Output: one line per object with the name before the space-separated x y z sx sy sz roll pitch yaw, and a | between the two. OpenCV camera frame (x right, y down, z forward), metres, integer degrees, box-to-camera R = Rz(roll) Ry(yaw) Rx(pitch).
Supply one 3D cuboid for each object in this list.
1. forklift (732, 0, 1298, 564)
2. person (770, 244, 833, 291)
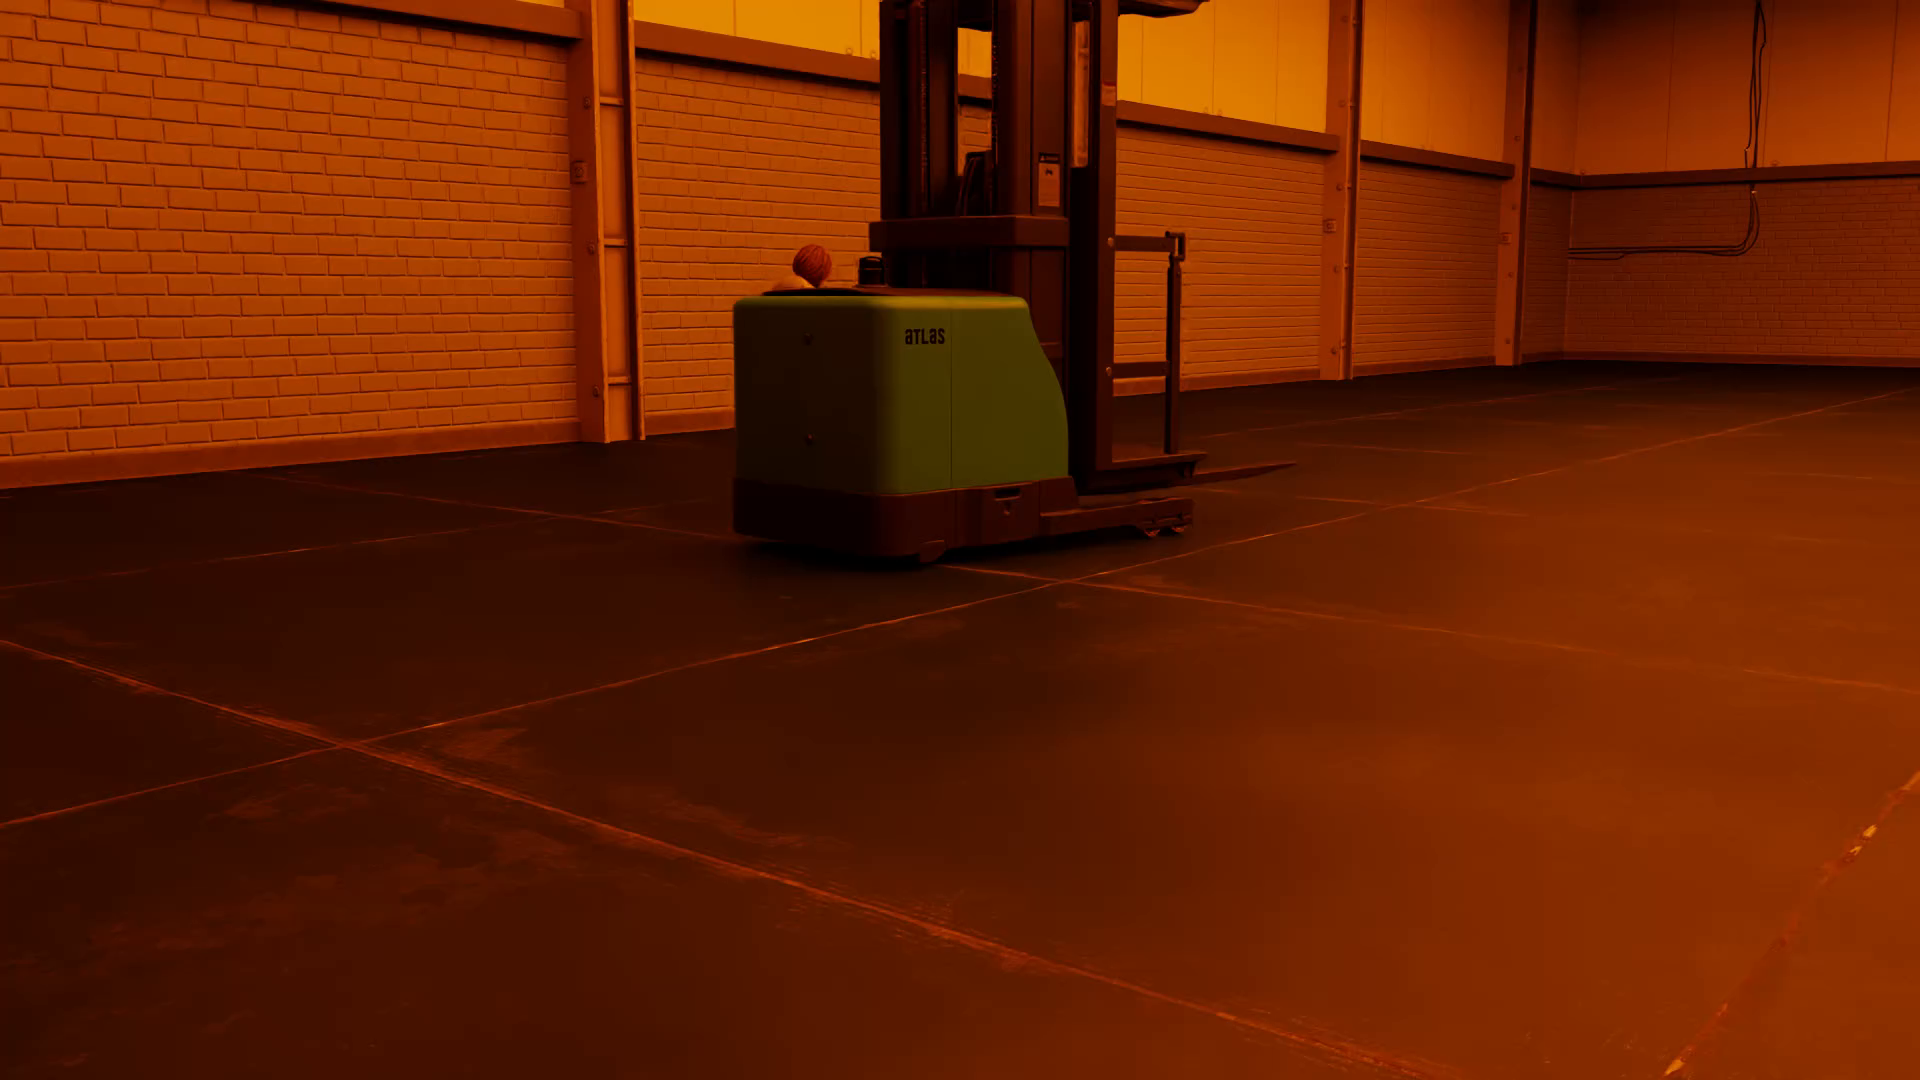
forklift | 0.434 -1.514 7.630 3.031 2.935 1.130 -8 11 -43
person | -0.692 -0.883 8.848 0.820 1.360 1.090 -5 10 -31
